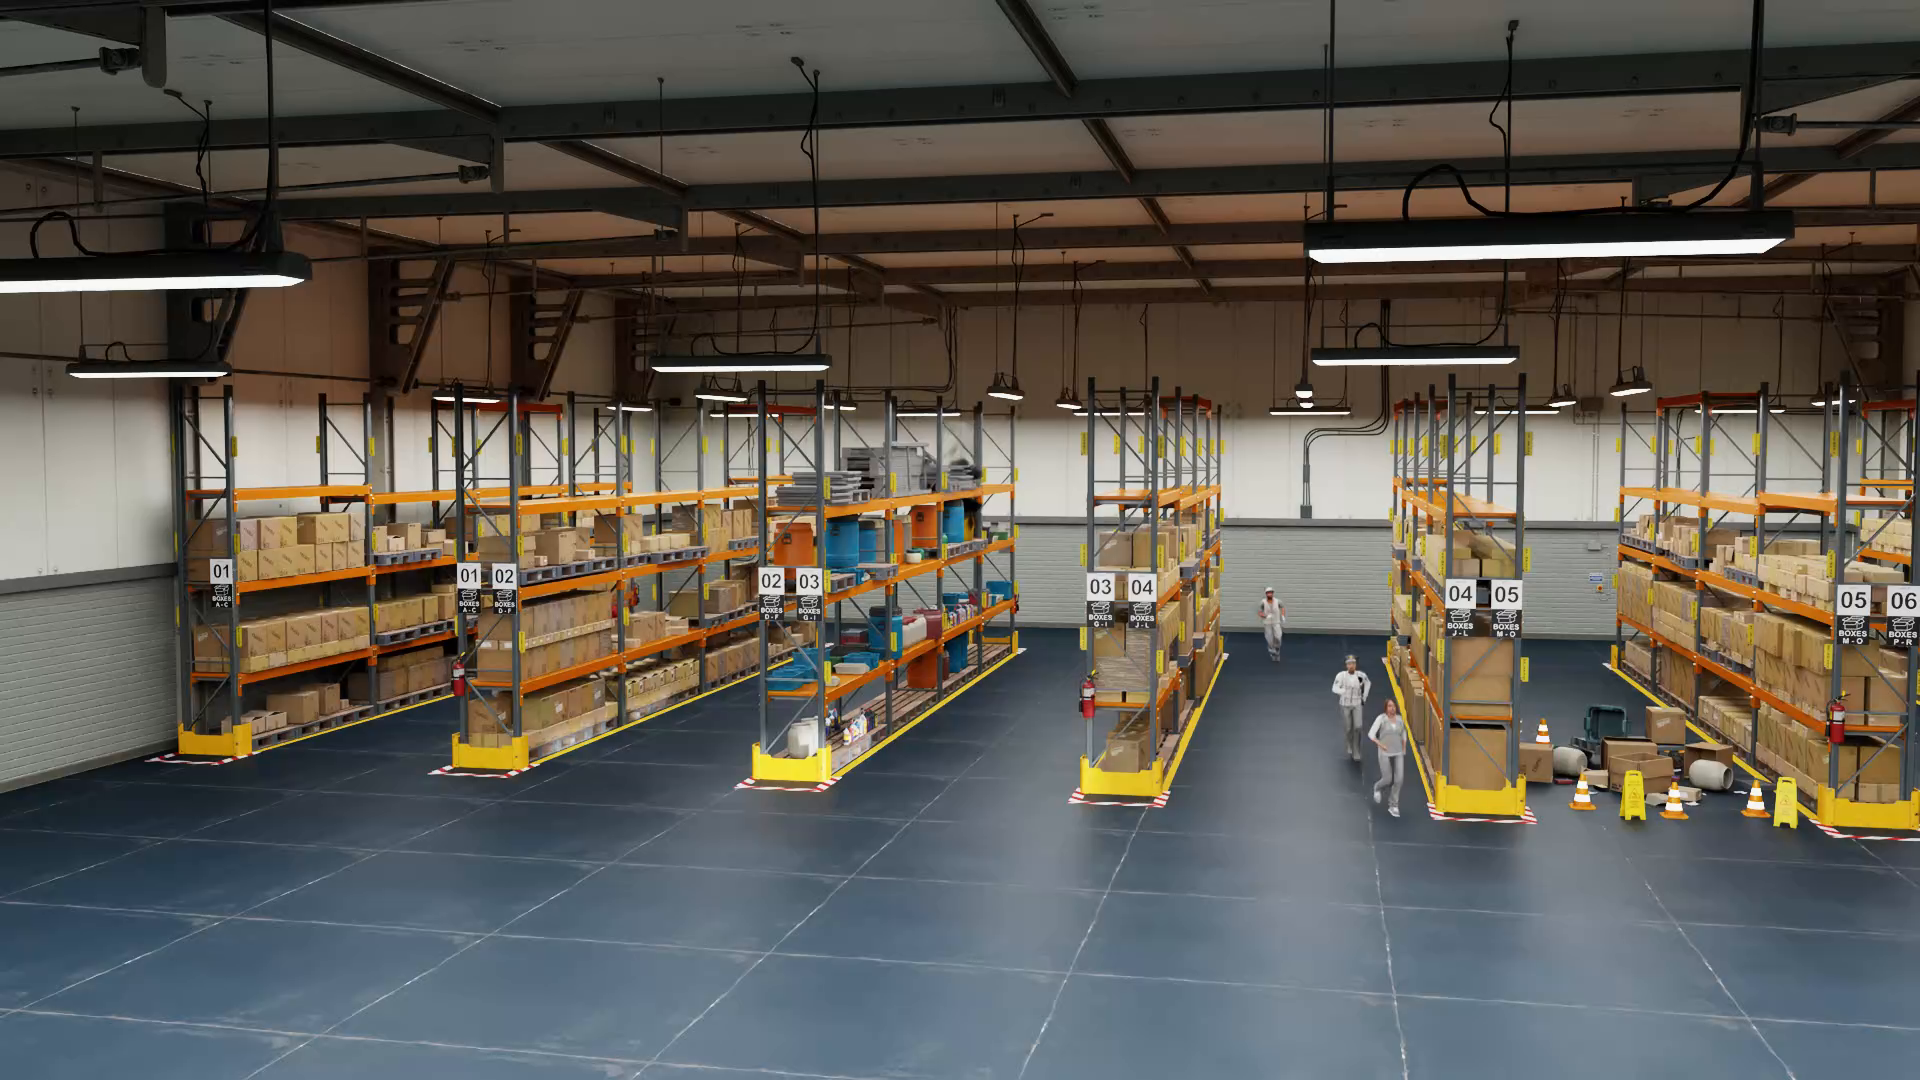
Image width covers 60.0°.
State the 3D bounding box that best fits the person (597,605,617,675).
[{"bbox_3d":[-7.778,2.098,36.822,0.629,1.800,0.783,0,3,8],"label":"person"}]

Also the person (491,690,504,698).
[{"bbox_3d":[-8.152,2.473,29.695,0.677,1.756,0.696,1,3,9],"label":"person"}]

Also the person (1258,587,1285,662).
[{"bbox_3d":[7.230,1.963,38.602,0.630,1.739,0.606,1,3,9],"label":"person"}]

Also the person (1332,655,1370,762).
[{"bbox_3d":[6.268,2.677,26.652,0.594,1.714,0.752,1,3,14],"label":"person"}]

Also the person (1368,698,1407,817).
[{"bbox_3d":[5.873,2.954,22.797,0.550,1.586,0.642,0,3,-6],"label":"person"}]
